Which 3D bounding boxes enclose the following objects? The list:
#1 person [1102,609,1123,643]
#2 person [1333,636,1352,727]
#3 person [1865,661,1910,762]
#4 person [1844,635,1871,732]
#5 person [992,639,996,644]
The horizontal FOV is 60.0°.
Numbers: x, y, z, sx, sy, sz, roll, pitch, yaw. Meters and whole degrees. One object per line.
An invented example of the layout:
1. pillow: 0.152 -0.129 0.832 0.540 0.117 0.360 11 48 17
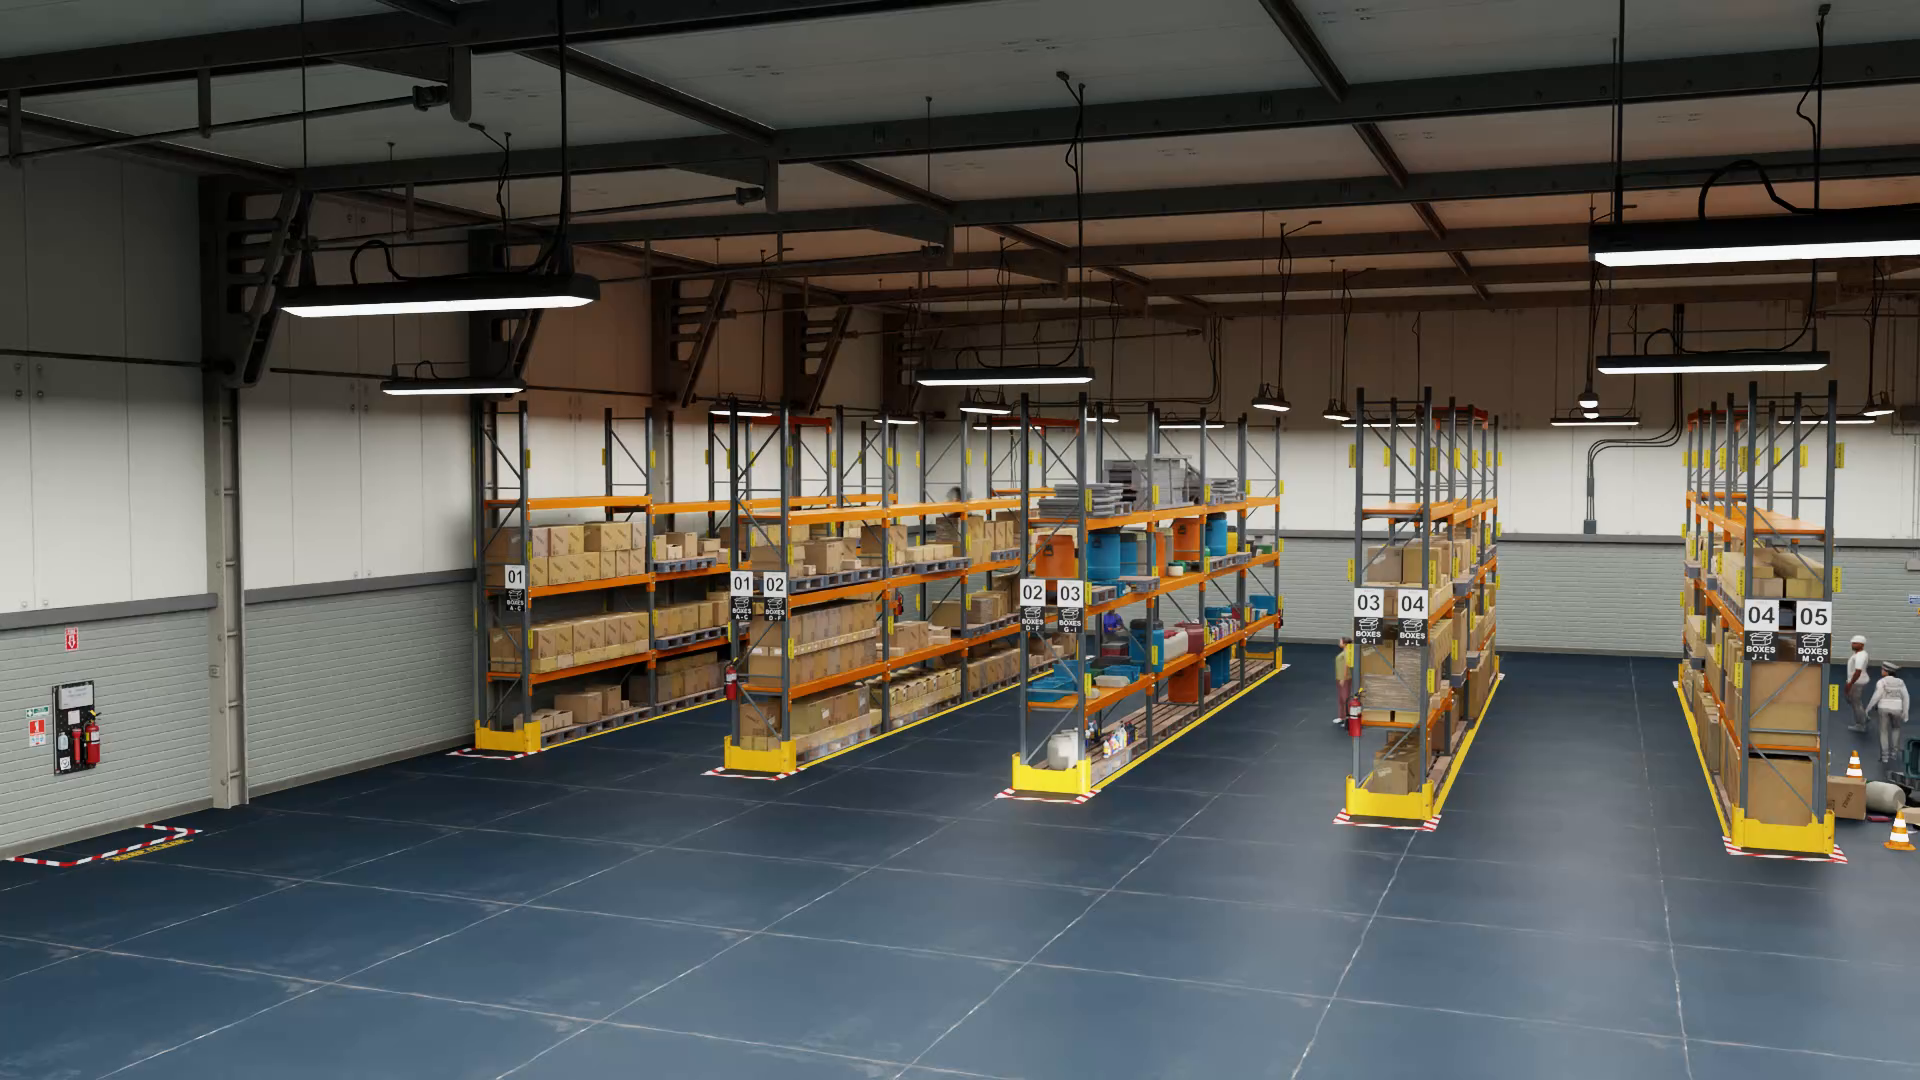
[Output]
1. person: 3.485 2.285 38.530 0.585 1.606 1.006 1 3 23
2. person: 7.253 2.655 31.348 0.344 1.705 0.483 -1 3 -11
3. person: 15.320 2.839 27.466 0.639 1.666 0.825 2 3 29
4. person: 16.439 2.622 30.508 0.618 1.762 0.491 -2 4 -38
5. person: 0.800 2.110 41.816 0.394 1.735 0.580 2 3 35
